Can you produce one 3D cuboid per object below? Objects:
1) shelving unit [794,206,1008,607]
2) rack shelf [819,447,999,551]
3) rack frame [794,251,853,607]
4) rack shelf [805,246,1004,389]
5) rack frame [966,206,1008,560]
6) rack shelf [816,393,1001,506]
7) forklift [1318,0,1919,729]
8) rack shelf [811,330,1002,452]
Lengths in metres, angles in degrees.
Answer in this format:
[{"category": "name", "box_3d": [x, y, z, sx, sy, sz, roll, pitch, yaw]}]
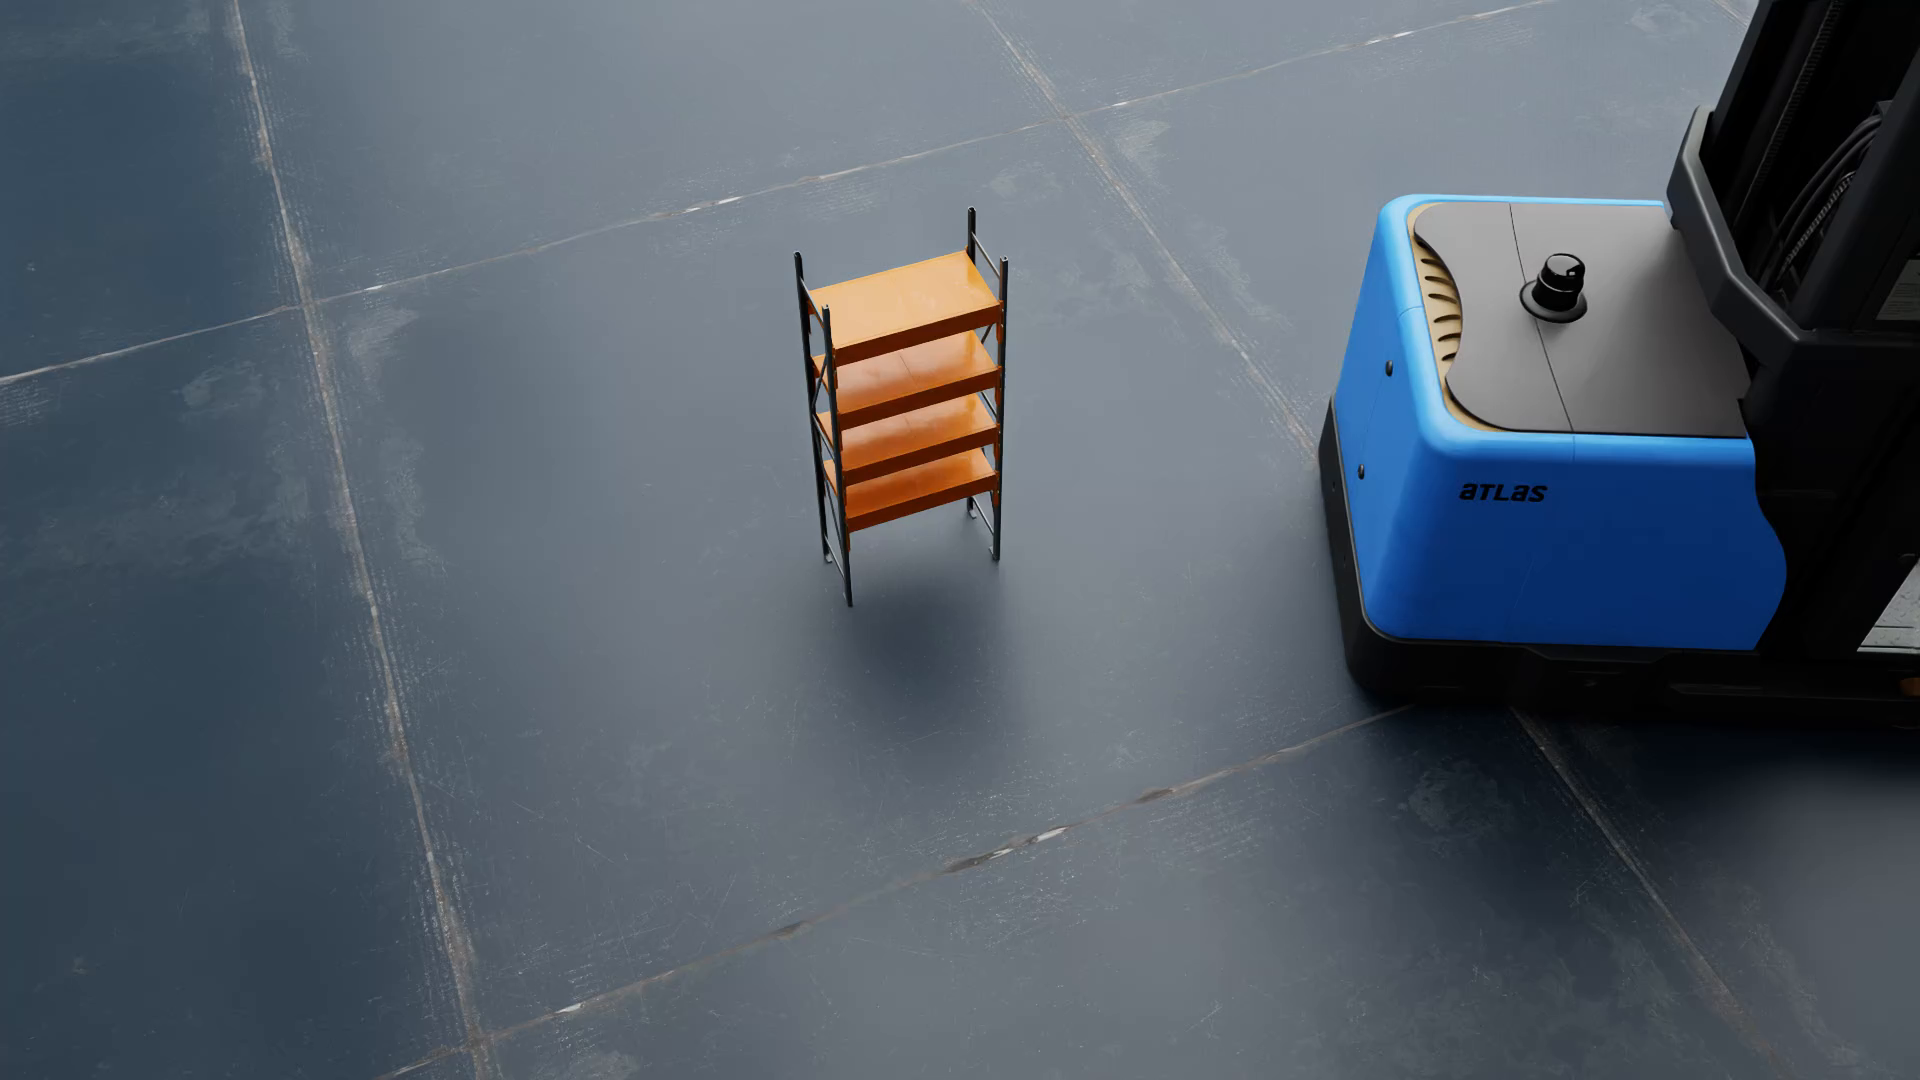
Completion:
[{"category": "shelving unit", "box_3d": [-0.153, -0.343, 4.754, 0.503, 1.200, 0.258, -17, 52, -14]}, {"category": "rack shelf", "box_3d": [-0.153, -0.170, 4.956, 0.480, 0.148, 0.258, -17, 52, -14]}, {"category": "rack frame", "box_3d": [-0.379, -0.273, 4.694, 0.015, 1.200, 0.240, -17, 52, -14]}, {"category": "rack shelf", "box_3d": [-0.153, -0.599, 4.456, 0.480, 0.148, 0.258, -17, 52, -14]}, {"category": "rack frame", "box_3d": [0.073, -0.413, 4.814, 0.015, 1.200, 0.240, -17, 52, -14]}, {"category": "rack shelf", "box_3d": [-0.153, -0.300, 4.805, 0.480, 0.148, 0.258, -17, 52, -14]}, {"category": "forklift", "box_3d": [2.658, -0.821, 4.023, 3.031, 2.935, 1.130, 2, 49, 2]}, {"category": "rack shelf", "box_3d": [-0.153, -0.445, 4.635, 0.480, 0.148, 0.258, -17, 52, -14]}]
